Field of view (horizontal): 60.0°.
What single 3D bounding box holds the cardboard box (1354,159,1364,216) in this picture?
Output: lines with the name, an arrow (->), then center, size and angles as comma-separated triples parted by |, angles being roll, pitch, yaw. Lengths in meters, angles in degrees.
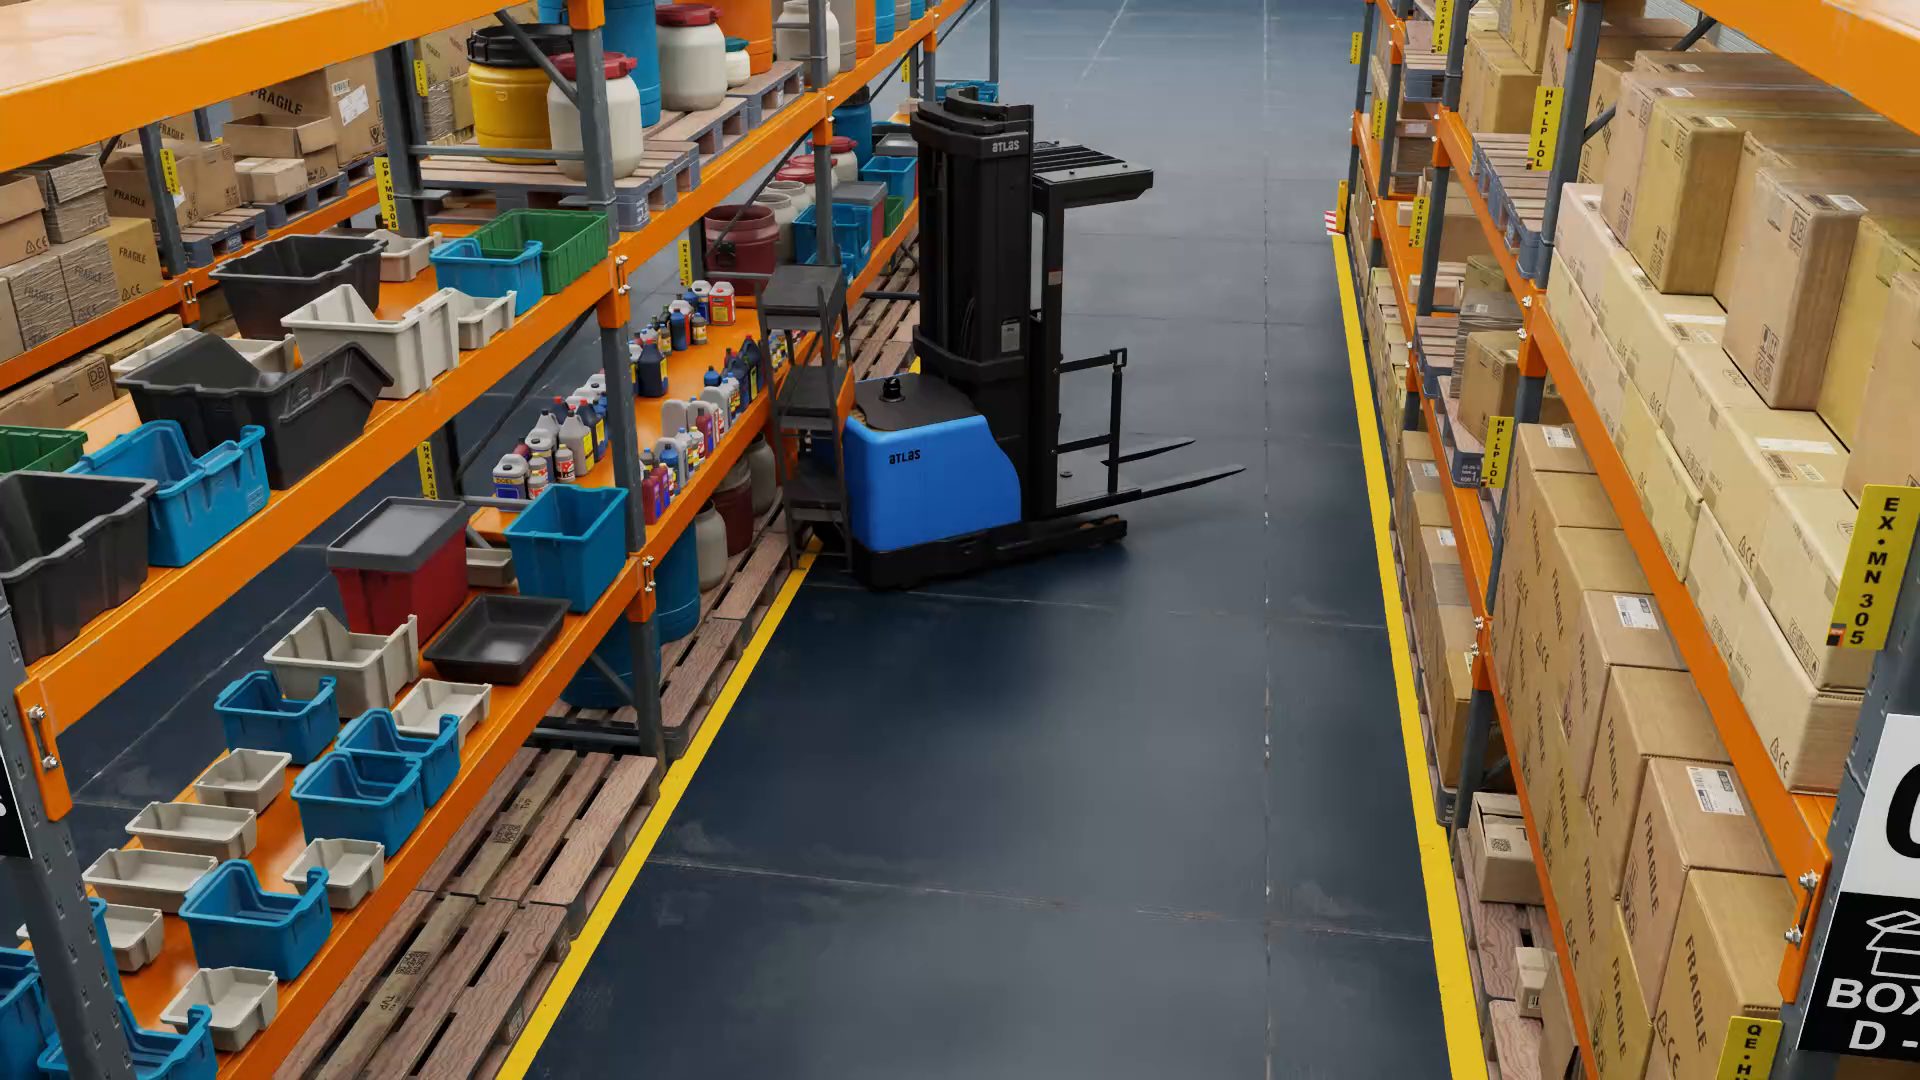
cardboard box -> 4.430, -3.699, 17.479 | 0.500, 0.500, 0.500 | 4, 25, 9

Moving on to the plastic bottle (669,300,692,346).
plastic bottle -> -1.841, -1.424, 10.899 | 0.152, 0.276, 0.135 | 4, 25, 9

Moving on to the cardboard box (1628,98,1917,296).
cardboard box -> 2.517, -1.056, 5.132 | 0.700, 0.500, 0.500 | 4, 25, 9

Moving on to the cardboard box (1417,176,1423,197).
cardboard box -> 4.126, -2.883, 14.048 | 0.500, 0.250, 0.500 | 6, 26, 12

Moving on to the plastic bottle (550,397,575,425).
plastic bottle -> -2.172, -0.621, 9.097 | 0.144, 0.351, 0.185 | 4, 25, 9

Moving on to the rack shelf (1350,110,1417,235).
rack shelf -> 4.490, -3.671, 16.402 | 1.077, 0.370, 4.000 | 4, 25, 9

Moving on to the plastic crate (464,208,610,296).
plastic crate -> -1.801, -1.223, 7.037 | 0.450, 0.188, 0.662 | 4, 25, 9

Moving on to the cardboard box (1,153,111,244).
cardboard box -> -6.398, -2.370, 11.474 | 0.797, 0.503, 0.637 | 5, 26, 10

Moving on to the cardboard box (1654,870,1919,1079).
cardboard box -> 2.004, 1.155, 3.946 | 0.500, 0.500, 0.500 | 4, 25, 8

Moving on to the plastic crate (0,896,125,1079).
plastic crate -> -2.813, 1.318, 4.784 | 0.616, 0.435, 0.499 | 4, 25, 9

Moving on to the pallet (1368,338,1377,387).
pallet -> 4.082, -1.586, 14.390 | 1.003, 0.211, 1.213 | 4, 25, 9

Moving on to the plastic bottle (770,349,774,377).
plastic bottle -> -1.207, -1.115, 10.327 | 0.097, 0.201, 0.097 | 0, 25, 0

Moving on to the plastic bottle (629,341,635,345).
plastic bottle -> -2.001, -1.085, 10.182 | 0.097, 0.271, 0.097 | 0, 25, 0

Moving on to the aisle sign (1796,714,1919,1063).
aisle sign -> 1.889, 0.689, 3.174 | 0.394, 0.787, 0.004 | 4, 25, 9

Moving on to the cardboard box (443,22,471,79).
cardboard box -> -5.204, -4.861, 16.448 | 0.500, 0.500, 0.500 | 4, 25, 9

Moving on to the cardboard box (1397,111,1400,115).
cardboard box -> 4.039, -3.731, 14.800 | 0.380, 0.149, 0.250 | 3, 25, 7

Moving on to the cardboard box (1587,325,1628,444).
cardboard box -> 2.364, -0.501, 5.420 | 0.500, 0.250, 0.500 | 4, 25, 9

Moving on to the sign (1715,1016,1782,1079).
sign -> 1.658, 1.144, 3.528 | 0.100, 0.325, 0.005 | 4, 25, 9

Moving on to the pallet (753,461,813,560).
pallet -> -1.464, -0.236, 11.506 | 1.003, 0.211, 1.213 | 4, 25, 9

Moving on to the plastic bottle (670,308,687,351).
plastic bottle -> -1.827, -1.371, 10.792 | 0.097, 0.271, 0.097 | 0, 25, 0

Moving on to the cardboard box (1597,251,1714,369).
cardboard box -> 2.358, -0.728, 5.315 | 0.500, 0.250, 0.500 | 4, 25, 9

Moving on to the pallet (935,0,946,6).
pallet -> -0.701, -5.086, 15.263 | 1.213, 0.211, 1.003 | 4, 25, 9

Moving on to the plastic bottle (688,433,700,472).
plastic bottle -> -1.457, -0.477, 8.964 | 0.097, 0.201, 0.097 | 0, 25, 0

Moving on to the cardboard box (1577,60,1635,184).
cardboard box -> 3.011, -1.659, 6.987 | 0.600, 0.600, 0.600 | 2, 25, 4

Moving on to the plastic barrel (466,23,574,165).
plastic barrel -> -2.081, -2.189, 8.132 | 0.600, 0.588, 0.600 | 0, 25, 0

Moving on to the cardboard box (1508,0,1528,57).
cardboard box -> 3.349, -2.948, 9.175 | 0.500, 0.500, 0.500 | 4, 25, 9

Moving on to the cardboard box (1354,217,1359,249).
cardboard box -> 4.350, -3.151, 17.191 | 0.500, 0.250, 0.500 | 4, 25, 9

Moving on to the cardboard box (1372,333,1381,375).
cardboard box -> 3.686, -1.523, 13.713 | 0.500, 0.250, 0.500 | 3, 25, 7

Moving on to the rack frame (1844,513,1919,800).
rack frame -> 2.202, -0.858, 2.469 | 1.000, 3.000, 0.127 | 4, 25, 9

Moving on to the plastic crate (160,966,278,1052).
plastic crate -> -2.184, 1.397, 4.967 | 0.250, 0.136, 0.298 | 4, 25, 9

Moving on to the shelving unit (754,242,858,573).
shelving unit -> -0.893, -0.777, 10.296 | 0.431, 2.100, 0.503 | 3, 39, 8

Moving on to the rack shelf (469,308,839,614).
rack shelf -> -1.703, -0.670, 9.991 | 1.077, 0.370, 4.000 | 4, 25, 9

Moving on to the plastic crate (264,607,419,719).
plastic crate -> -2.461, 0.493, 6.727 | 0.437, 0.282, 0.530 | 4, 25, 9

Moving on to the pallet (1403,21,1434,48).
pallet -> 3.712, -3.518, 11.912 | 1.003, 0.211, 1.213 | 5, 26, 11

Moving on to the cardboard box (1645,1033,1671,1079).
cardboard box -> 2.007, 1.607, 4.160 | 0.500, 0.500, 0.500 | 5, 26, 10

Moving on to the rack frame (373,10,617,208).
rack frame -> -2.030, -2.876, 6.780 | 1.000, 3.000, 0.127 | 4, 25, 9

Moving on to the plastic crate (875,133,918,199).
plastic crate -> -0.500, -3.310, 14.708 | 0.402, 0.464, 0.583 | 4, 25, 9

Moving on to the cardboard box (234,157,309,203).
cardboard box -> -5.762, -2.982, 13.765 | 0.500, 0.250, 0.500 | 3, 25, 7

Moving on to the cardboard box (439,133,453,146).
cardboard box -> -5.223, -3.907, 16.355 | 0.380, 0.149, 0.250 | 4, 25, 9

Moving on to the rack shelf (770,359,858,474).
rack shelf -> -0.893, -0.766, 10.304 | 0.431, 0.518, 0.480 | 3, 39, 8

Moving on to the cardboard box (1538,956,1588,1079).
cardboard box -> 2.554, 1.903, 6.071 | 0.797, 0.503, 0.637 | 4, 25, 9

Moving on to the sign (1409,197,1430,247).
sign -> 2.962, -2.049, 10.723 | 0.100, 0.325, 0.005 | 4, 25, 9

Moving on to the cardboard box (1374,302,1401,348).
cardboard box -> 3.680, -1.778, 13.596 | 0.500, 0.311, 0.500 | 3, 25, 7

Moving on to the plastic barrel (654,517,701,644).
plastic barrel -> -1.809, 0.079, 9.523 | 0.600, 0.901, 0.708 | 4, 25, 9

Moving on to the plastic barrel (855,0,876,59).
plastic barrel -> -0.921, -3.987, 12.185 | 0.600, 0.830, 0.708 | 4, 25, 9

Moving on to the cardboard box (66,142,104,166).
cardboard box -> -10.170, -4.097, 18.476 | 0.875, 0.875, 0.875 | 4, 25, 9

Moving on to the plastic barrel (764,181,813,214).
plastic barrel -> -1.350, -2.504, 12.929 | 0.421, 0.512, 0.421 | 0, 25, 0

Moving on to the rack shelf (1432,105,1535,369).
rack shelf -> 3.183, -1.683, 8.618 | 1.077, 0.370, 4.000 | 4, 25, 9

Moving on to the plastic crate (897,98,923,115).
plastic crate -> -0.533, -4.706, 18.077 | 0.298, 0.136, 0.250 | 4, 25, 9

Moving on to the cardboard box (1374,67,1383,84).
cardboard box -> 4.415, -4.703, 16.875 | 0.380, 0.149, 0.250 | 4, 25, 8

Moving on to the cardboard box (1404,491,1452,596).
cardboard box -> 2.987, 0.045, 10.045 | 0.500, 0.500, 0.500 | 4, 25, 8

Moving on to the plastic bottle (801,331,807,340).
plastic bottle -> -1.059, -1.484, 11.019 | 0.061, 0.283, 0.133 | 4, 25, 9

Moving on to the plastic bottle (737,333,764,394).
plastic bottle -> -1.275, -1.069, 10.054 | 0.144, 0.351, 0.185 | 4, 25, 9

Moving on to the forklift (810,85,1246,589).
forklift -> 0.548, -1.454, 10.898 | 3.031, 2.935, 1.130 | -13, 28, -26

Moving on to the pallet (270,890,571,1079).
pallet -> -2.309, 1.926, 6.886 | 1.003, 0.211, 1.213 | 4, 25, 9

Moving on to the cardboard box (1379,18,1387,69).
cardboard box -> 4.639, -5.029, 16.808 | 0.700, 0.500, 0.500 | 3, 25, 7

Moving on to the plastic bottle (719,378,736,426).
plastic bottle -> -1.343, -0.799, 9.570 | 0.097, 0.271, 0.097 | 0, 25, 0

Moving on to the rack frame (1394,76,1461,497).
rack frame -> 3.510, -1.487, 10.889 | 1.000, 3.000, 0.127 | 4, 25, 9

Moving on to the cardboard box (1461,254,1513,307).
cardboard box -> 3.518, -1.451, 10.199 | 0.700, 0.500, 0.500 | -4, 25, -9
